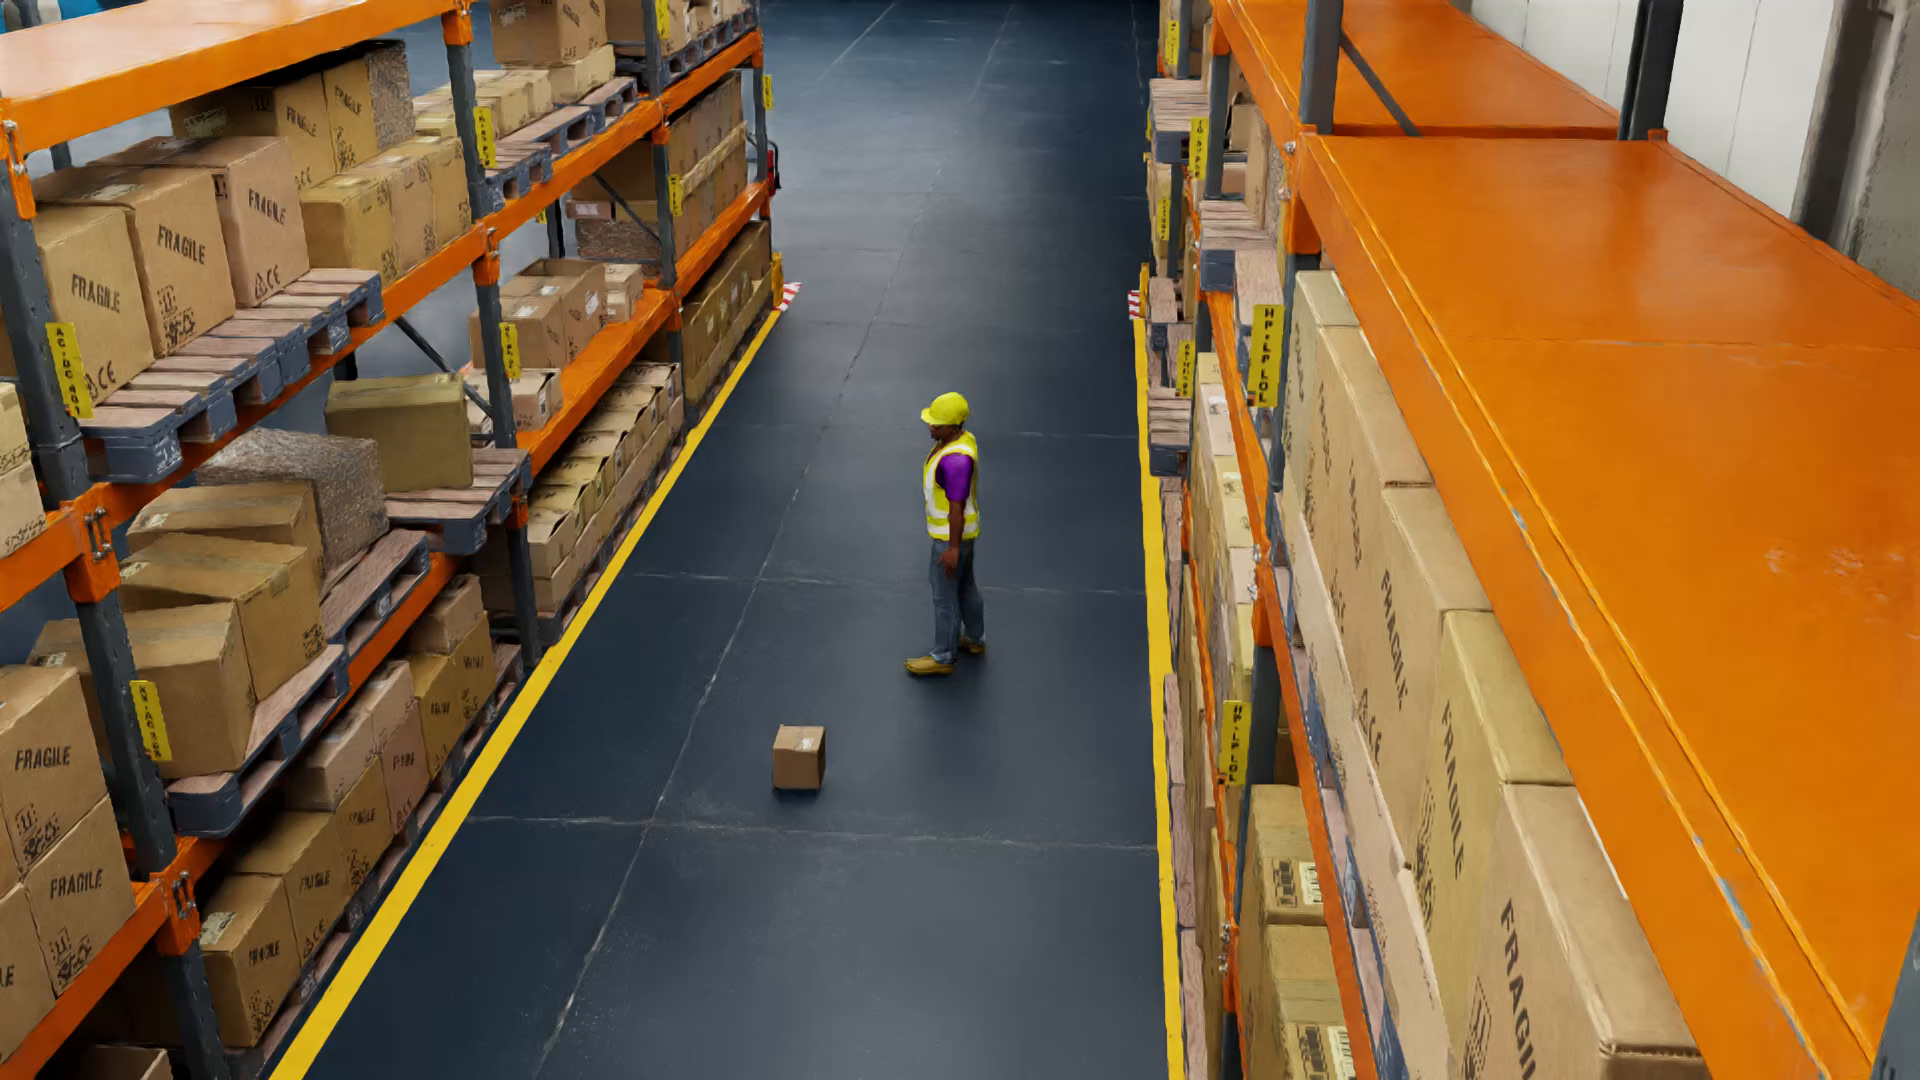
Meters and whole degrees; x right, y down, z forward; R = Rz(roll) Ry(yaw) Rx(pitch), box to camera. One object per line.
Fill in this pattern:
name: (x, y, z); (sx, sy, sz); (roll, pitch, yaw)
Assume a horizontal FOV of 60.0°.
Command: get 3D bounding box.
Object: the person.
person: (-0.089, -0.048, 10.039); (0.494, 1.759, 0.651); (1, 24, 3)
